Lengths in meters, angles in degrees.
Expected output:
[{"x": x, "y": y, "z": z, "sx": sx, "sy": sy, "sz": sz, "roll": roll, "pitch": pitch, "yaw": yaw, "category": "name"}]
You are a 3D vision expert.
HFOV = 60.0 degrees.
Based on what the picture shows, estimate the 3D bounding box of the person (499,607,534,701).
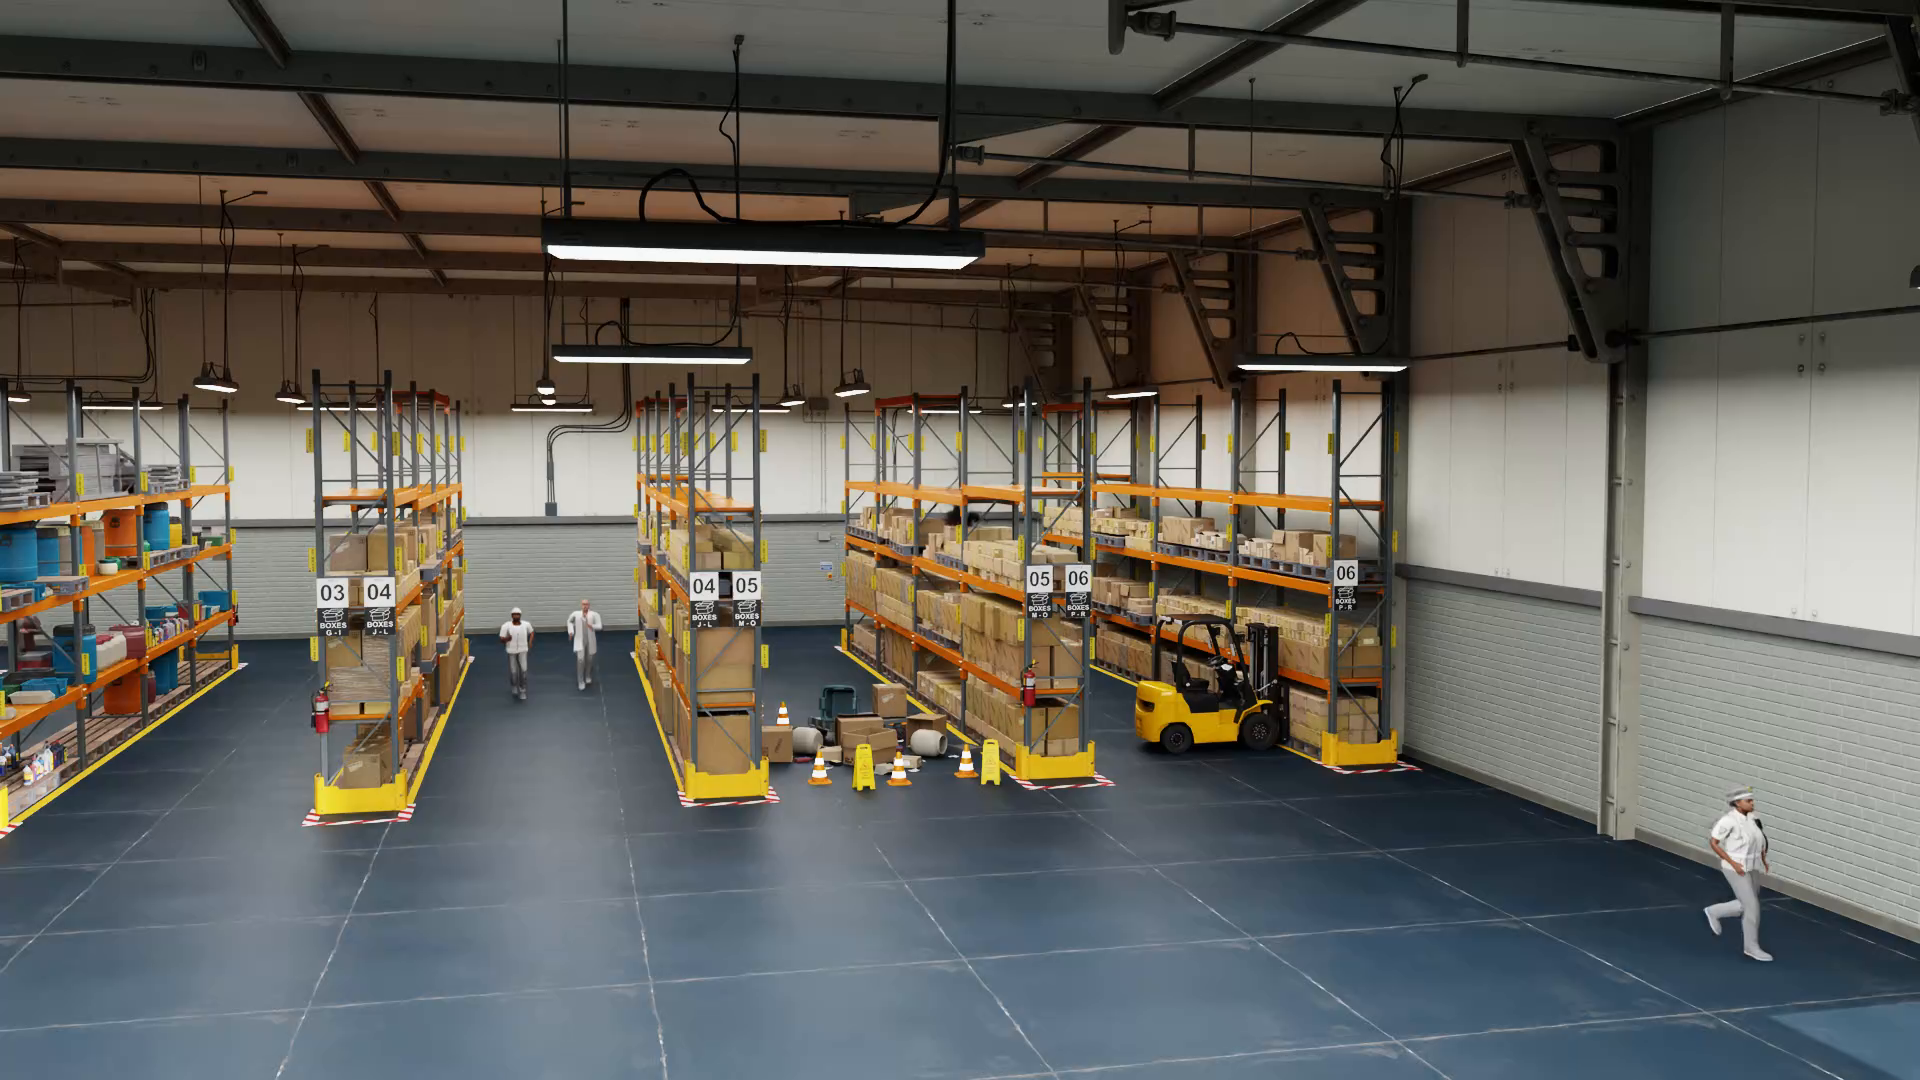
[{"x": -8.698, "y": 2.237, "z": 32.664, "sx": 0.674, "sy": 1.824, "sz": 0.717, "roll": -1, "pitch": 3, "yaw": -18, "category": "person"}]

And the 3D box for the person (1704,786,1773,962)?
[{"x": 7.630, "y": 3.222, "z": 16.322, "sx": 0.594, "sy": 1.673, "sz": 0.779, "roll": -2, "pitch": 4, "yaw": -31, "category": "person"}]

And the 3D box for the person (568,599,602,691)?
[{"x": -7.706, "y": 2.173, "z": 34.197, "sx": 0.676, "sy": 1.743, "sz": 0.905, "roll": -1, "pitch": 3, "yaw": -16, "category": "person"}]

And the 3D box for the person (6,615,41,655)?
[{"x": -18.805, "y": 2.160, "z": 33.408, "sx": 0.680, "sy": 1.811, "sz": 1.003, "roll": -1, "pitch": 4, "yaw": -20, "category": "person"}]
